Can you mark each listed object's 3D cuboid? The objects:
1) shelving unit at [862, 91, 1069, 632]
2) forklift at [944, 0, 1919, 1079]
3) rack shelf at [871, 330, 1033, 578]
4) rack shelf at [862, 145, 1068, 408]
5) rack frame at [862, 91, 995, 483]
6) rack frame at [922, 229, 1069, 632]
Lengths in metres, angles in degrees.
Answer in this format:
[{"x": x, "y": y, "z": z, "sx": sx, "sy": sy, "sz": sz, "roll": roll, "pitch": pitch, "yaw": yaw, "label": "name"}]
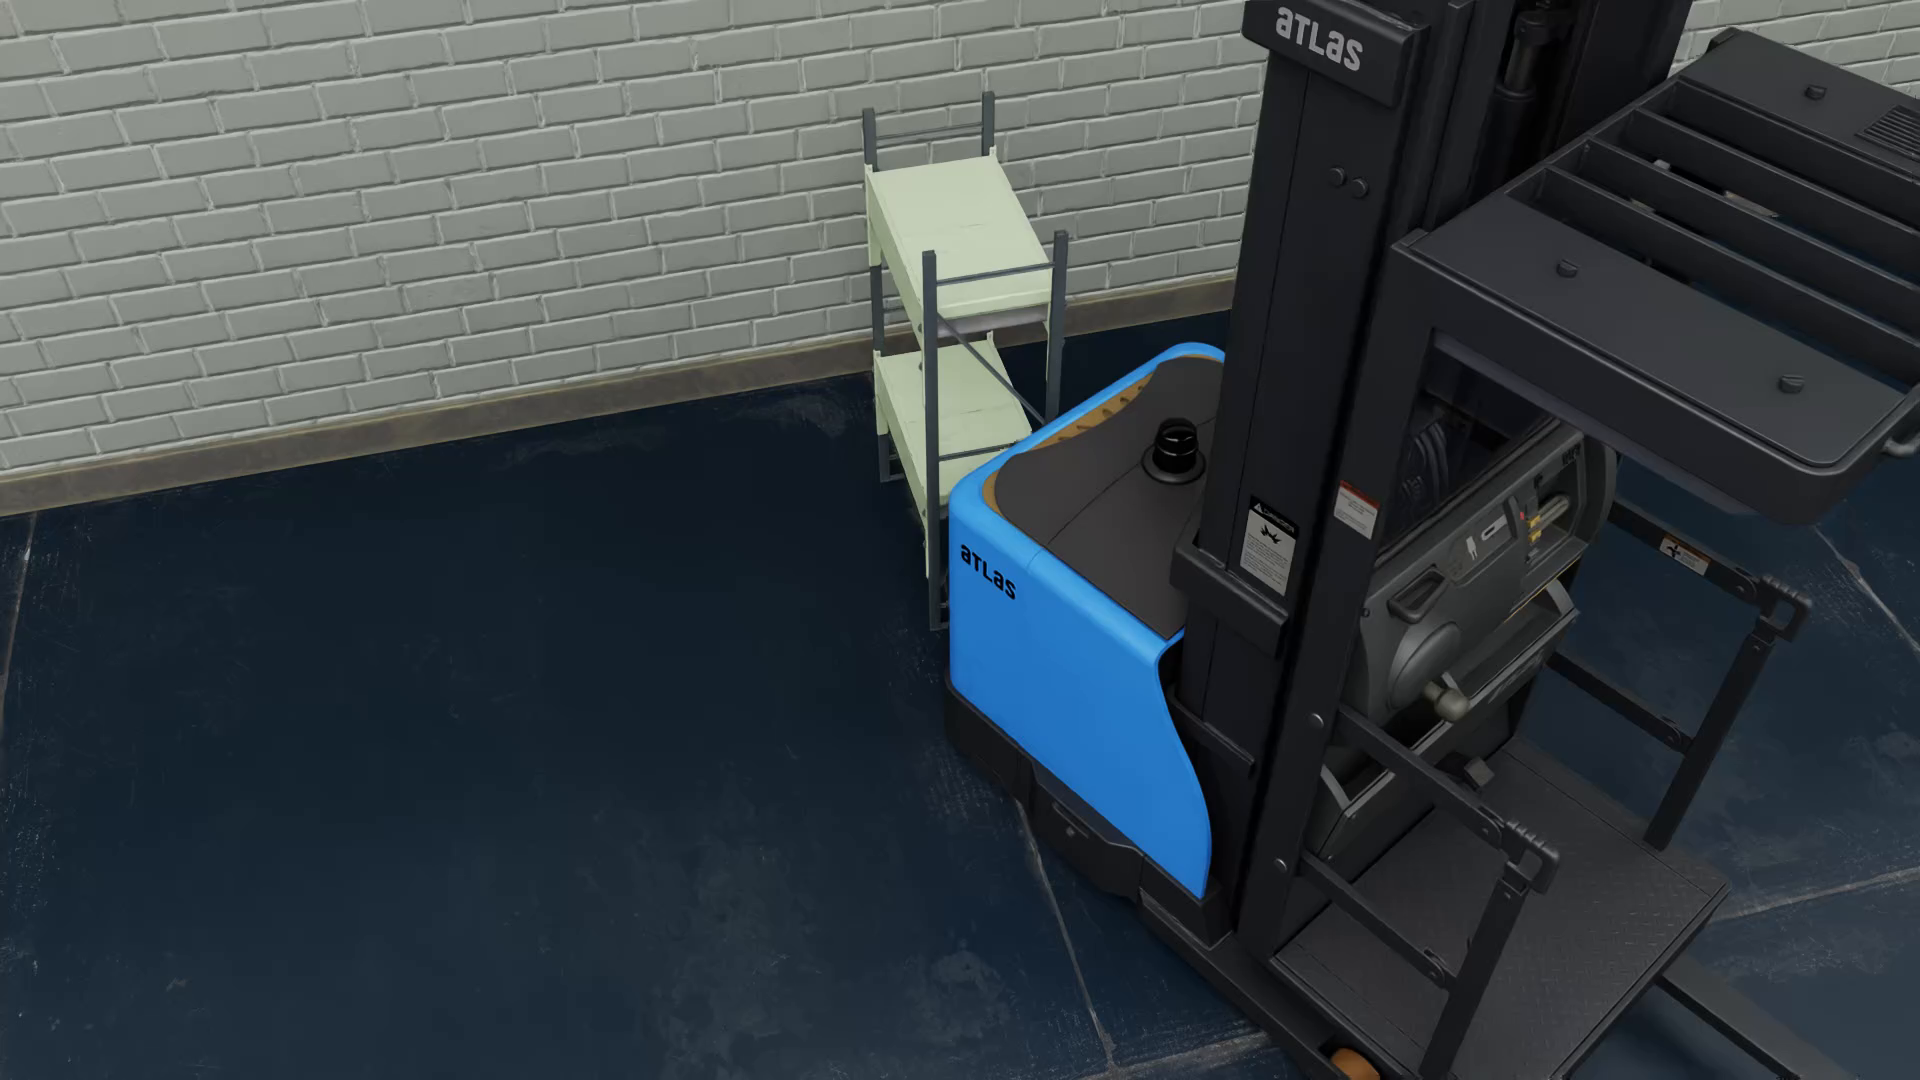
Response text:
[{"x": 0.002, "y": -0.520, "z": 5.210, "sx": 0.431, "sy": 1.500, "sz": 0.755, "roll": -11, "pitch": 47, "yaw": -10, "label": "shelving unit"}, {"x": 1.316, "y": 0.135, "z": 3.566, "sx": 1.130, "sy": 2.935, "sz": 3.031, "roll": -33, "pitch": 54, "yaw": -28, "label": "forklift"}, {"x": 0.002, "y": -0.292, "z": 5.443, "sx": 0.431, "sy": 0.370, "sz": 0.720, "roll": -11, "pitch": 47, "yaw": -10, "label": "rack shelf"}, {"x": 0.002, "y": -0.793, "z": 4.931, "sx": 0.431, "sy": 0.370, "sz": 0.720, "roll": -11, "pitch": 47, "yaw": -10, "label": "rack shelf"}, {"x": -0.092, "y": -0.773, "z": 5.457, "sx": 0.400, "sy": 1.500, "sz": 0.023, "roll": -11, "pitch": 47, "yaw": -10, "label": "rack frame"}, {"x": 0.095, "y": -0.268, "z": 4.962, "sx": 0.400, "sy": 1.500, "sz": 0.023, "roll": -11, "pitch": 47, "yaw": -10, "label": "rack frame"}]
